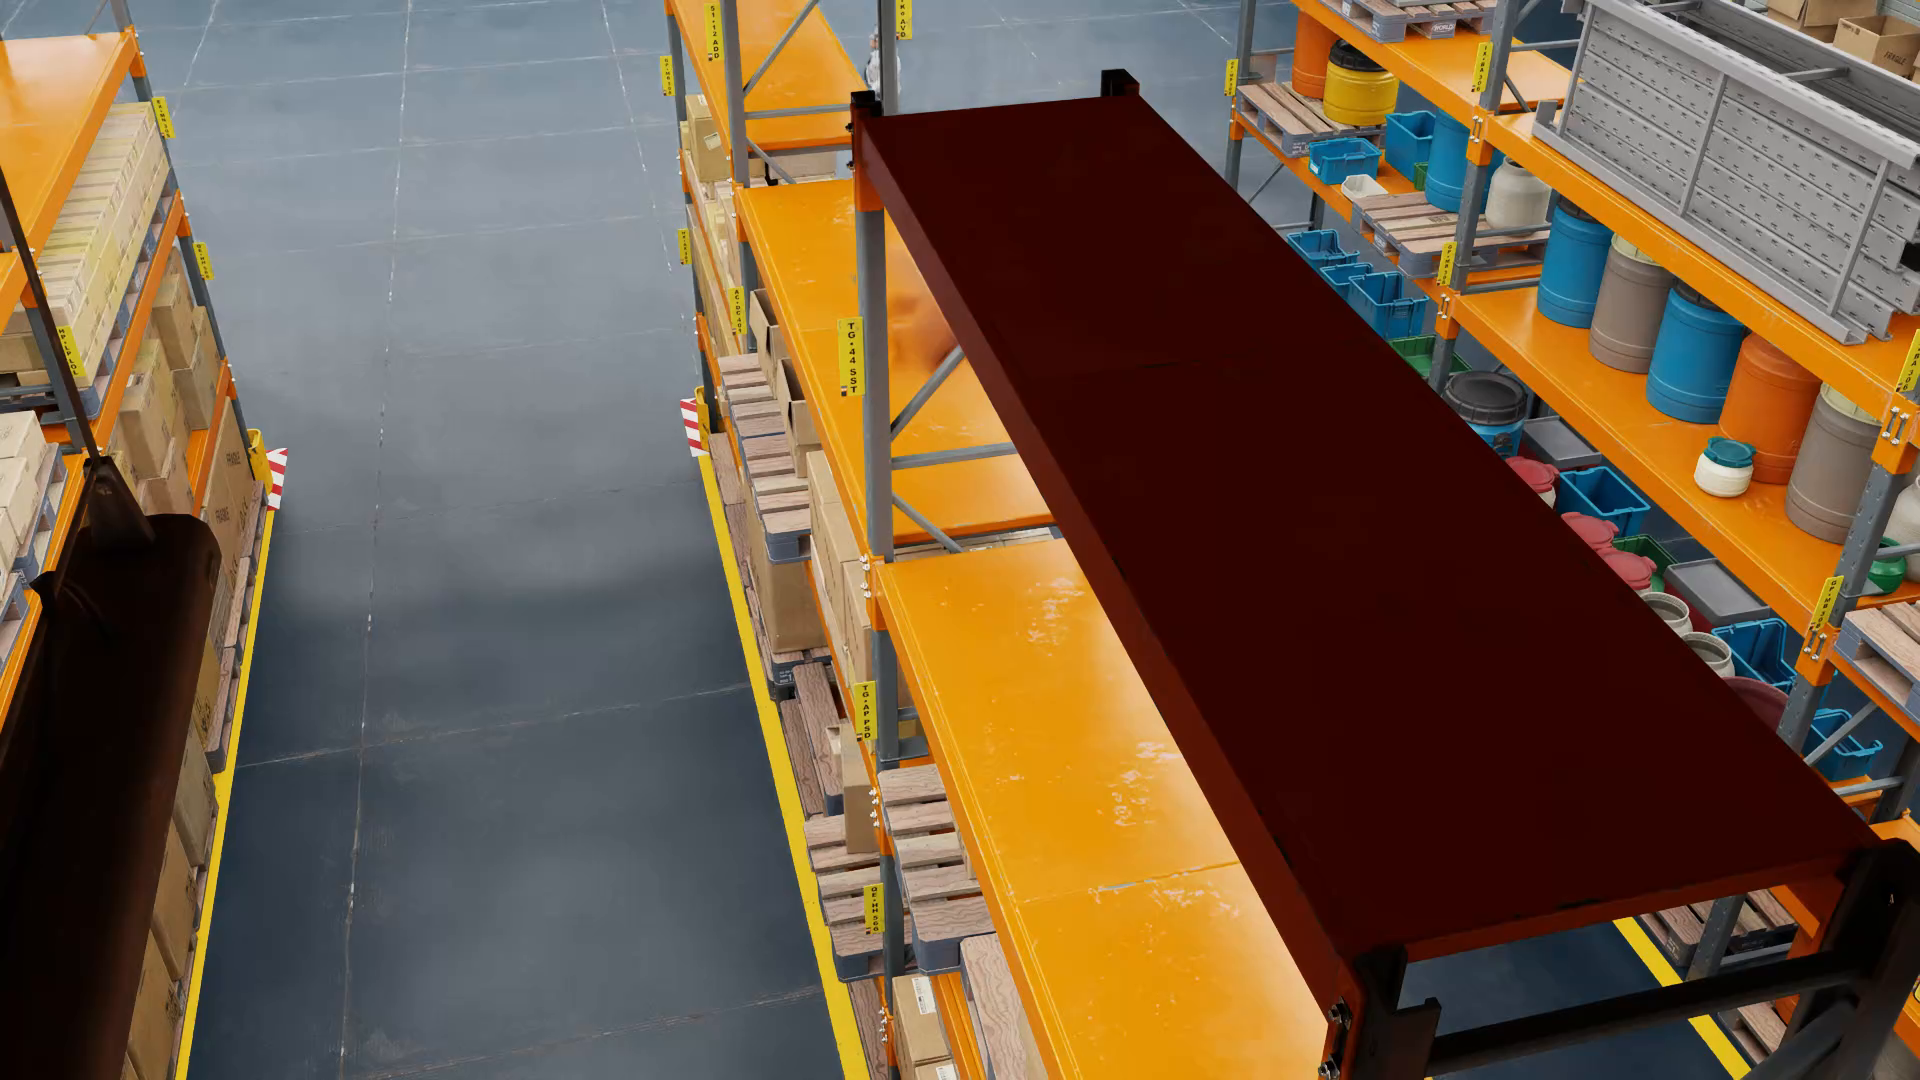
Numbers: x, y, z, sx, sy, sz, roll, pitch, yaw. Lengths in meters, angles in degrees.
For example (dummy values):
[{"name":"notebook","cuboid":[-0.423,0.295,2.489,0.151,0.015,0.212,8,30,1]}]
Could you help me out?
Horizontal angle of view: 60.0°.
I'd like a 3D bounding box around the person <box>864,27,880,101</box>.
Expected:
[{"name":"person","cuboid":[-0.917,-5.560,20.759,0.609,1.659,0.648,6,35,9]}]
